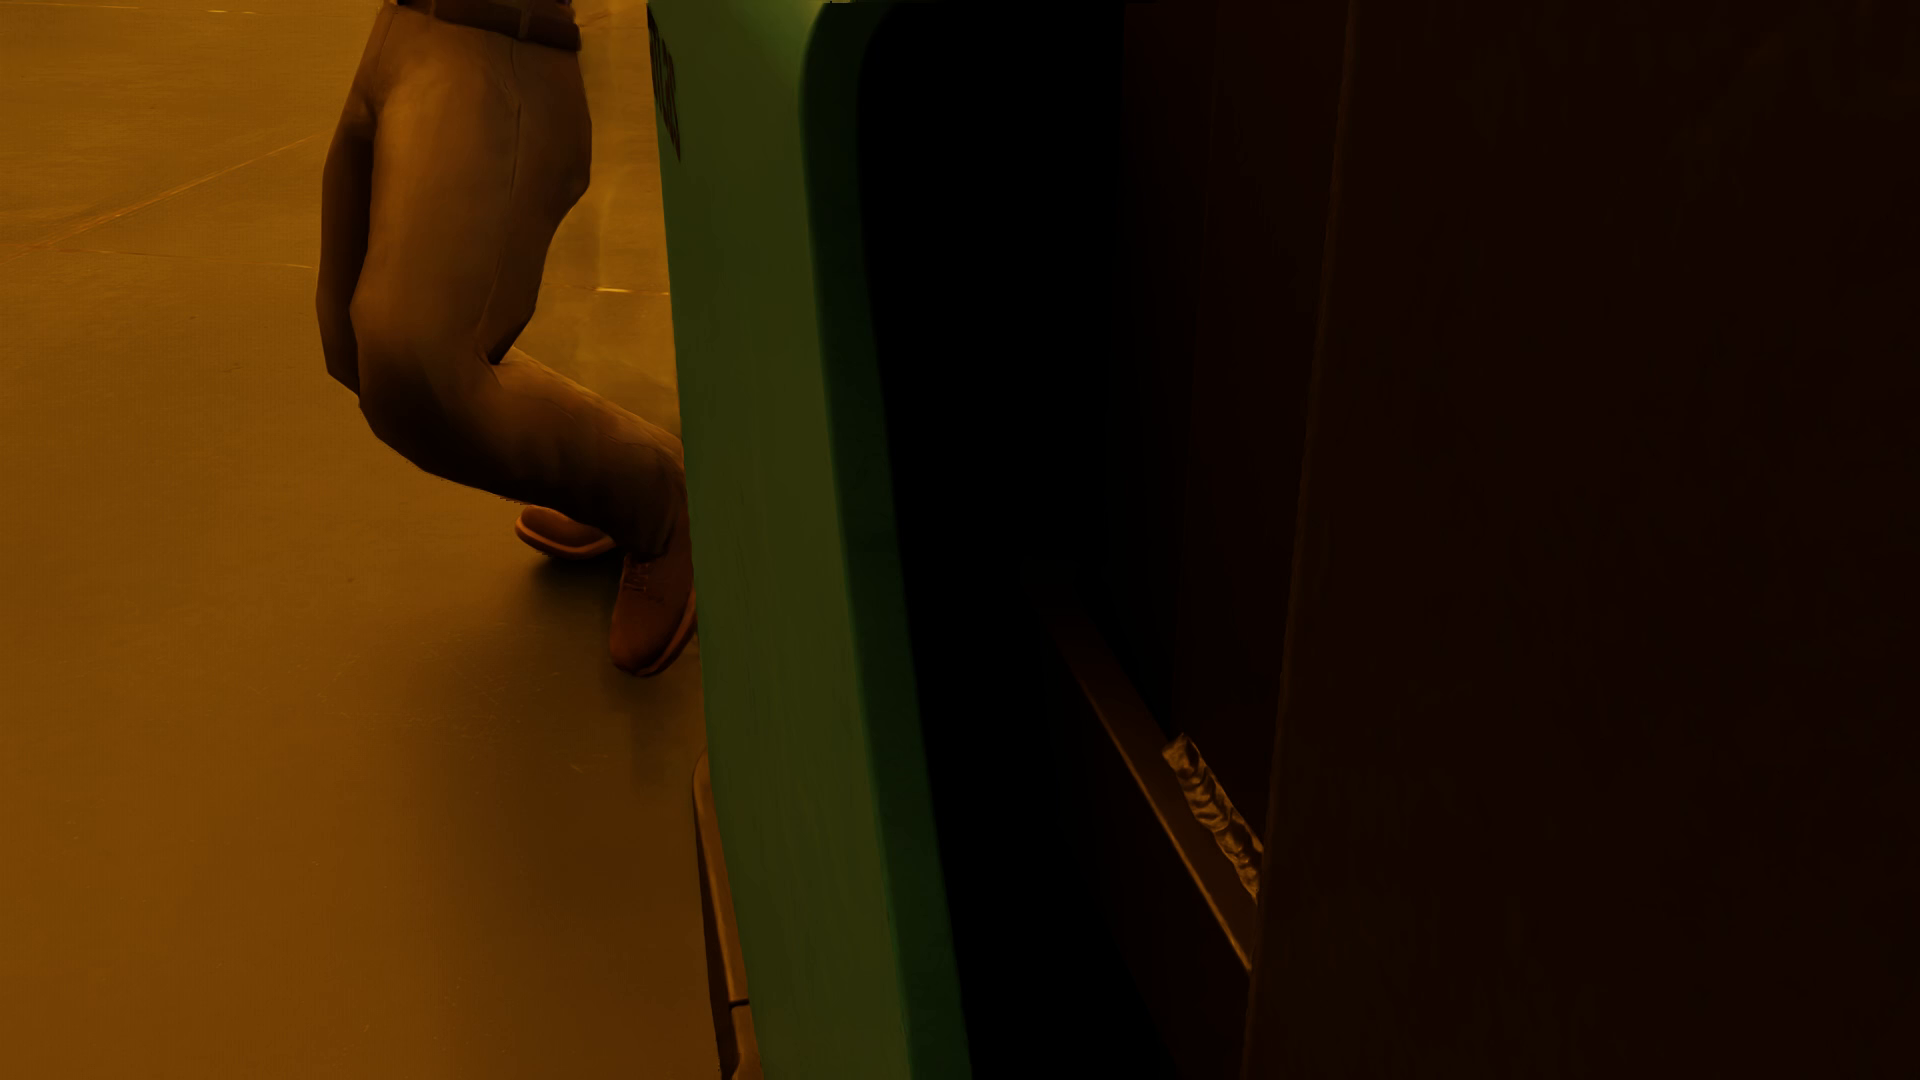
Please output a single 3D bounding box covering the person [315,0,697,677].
[{"bbox_3d":[-0.457,-0.584,1.948,0.707,1.563,0.884,-17,31,-30],"label":"person"}]
